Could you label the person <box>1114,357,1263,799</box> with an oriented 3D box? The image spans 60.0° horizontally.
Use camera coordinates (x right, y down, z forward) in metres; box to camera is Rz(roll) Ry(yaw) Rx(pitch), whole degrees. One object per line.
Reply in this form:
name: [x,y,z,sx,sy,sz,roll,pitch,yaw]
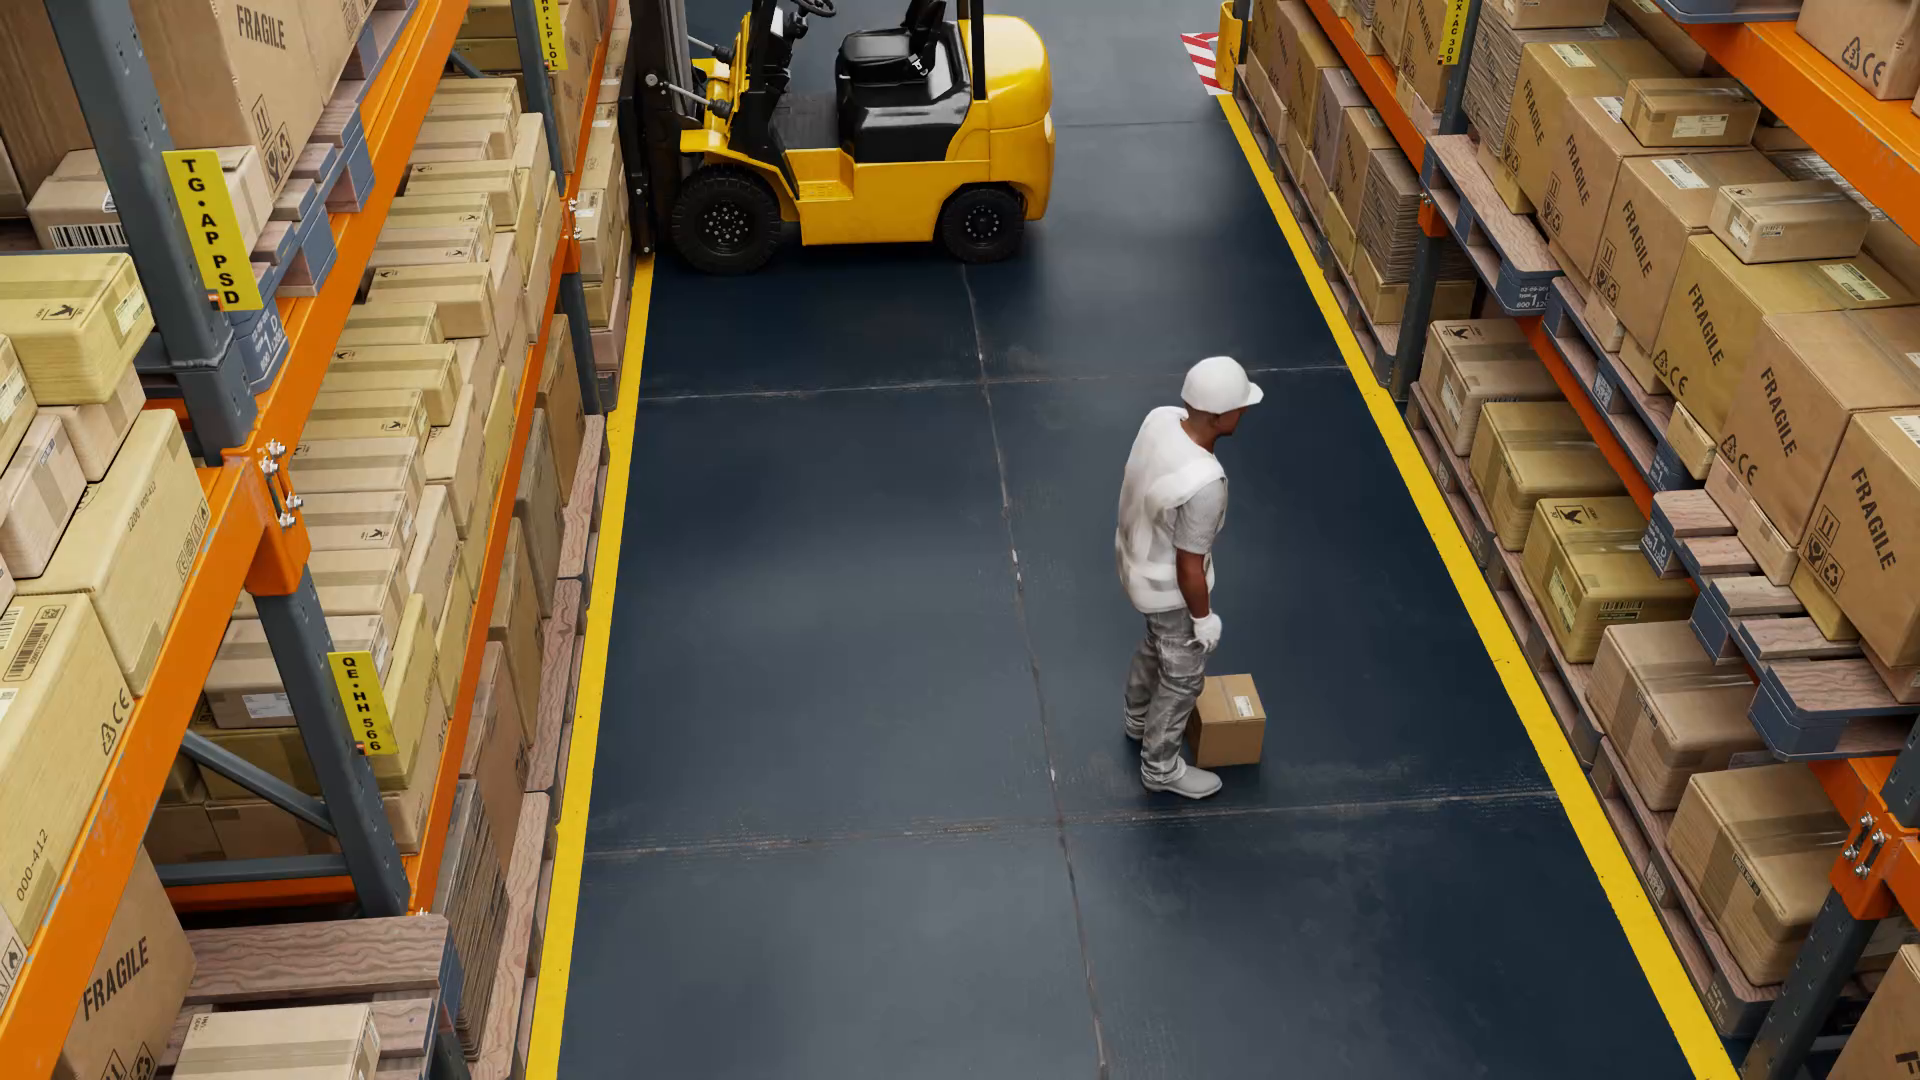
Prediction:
person: [0.791,0.128,5.987,0.450,1.773,0.622,-5,39,-7]
